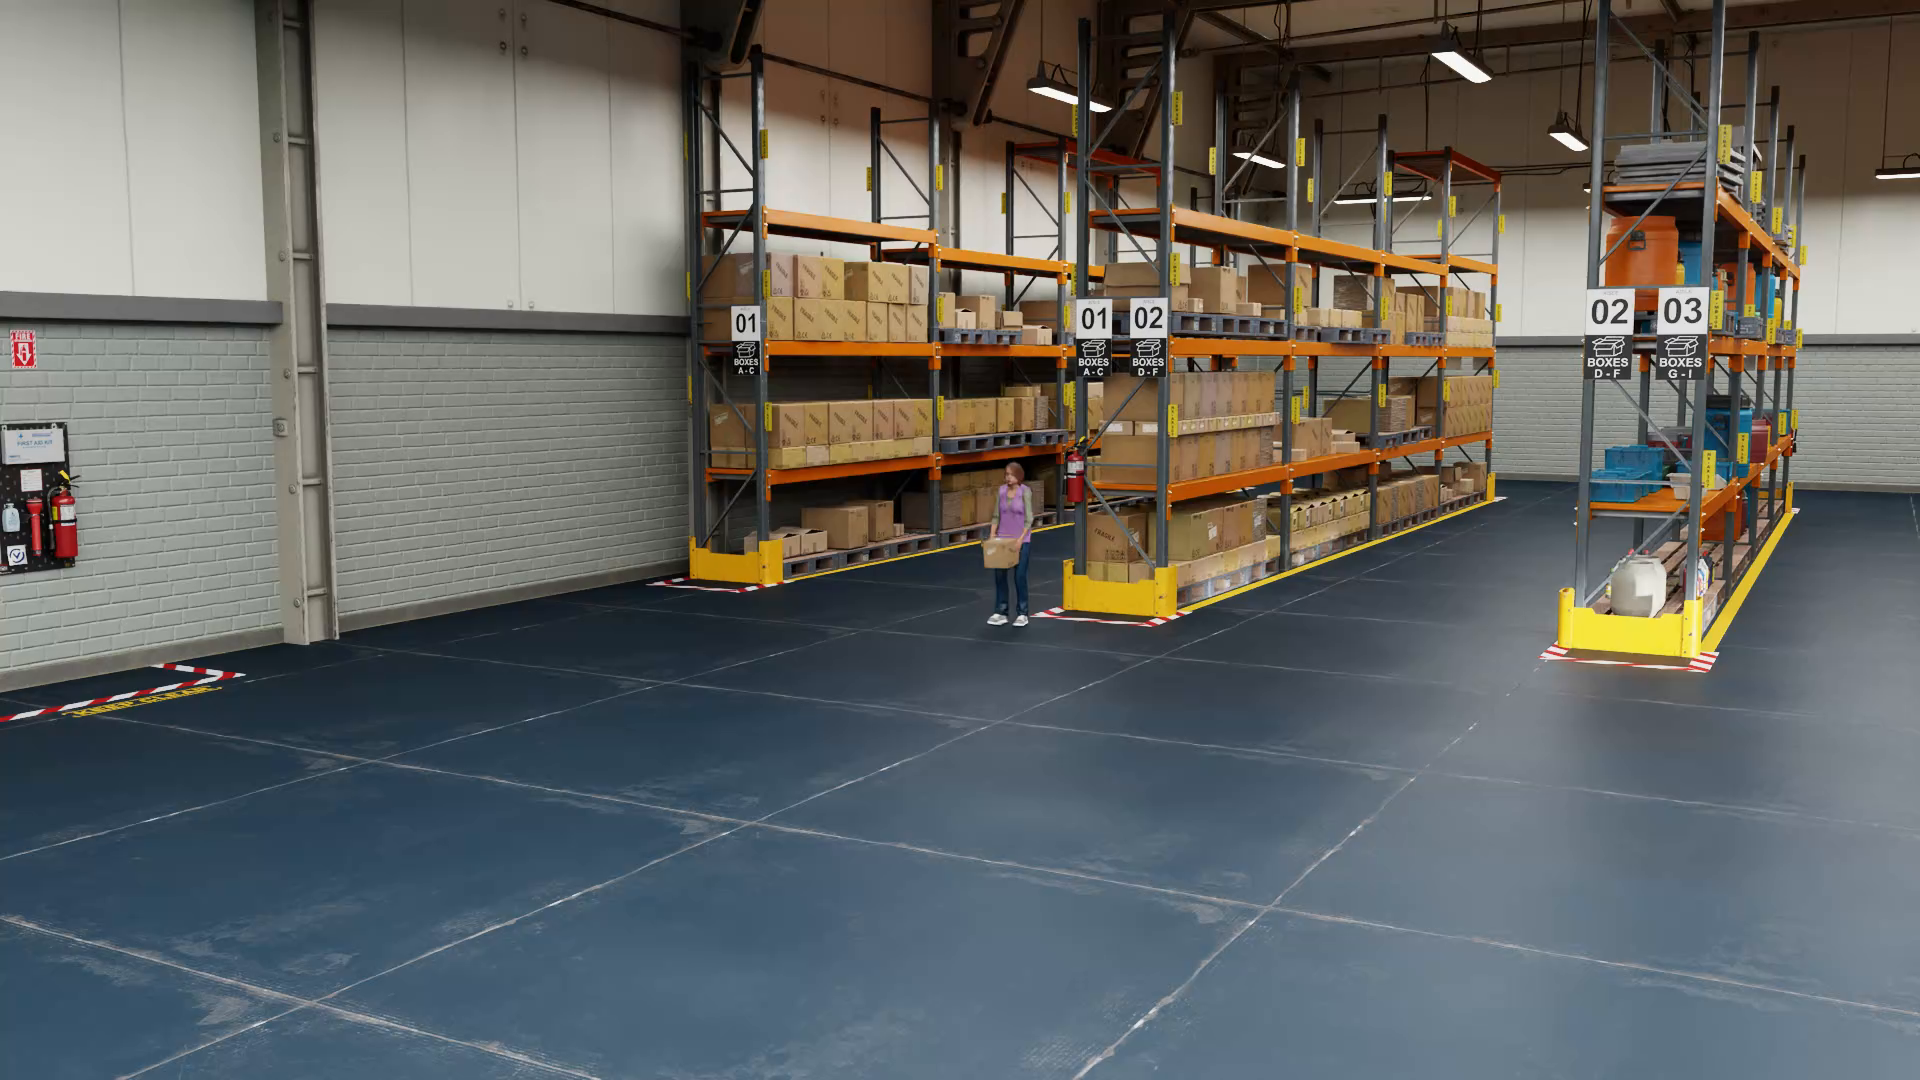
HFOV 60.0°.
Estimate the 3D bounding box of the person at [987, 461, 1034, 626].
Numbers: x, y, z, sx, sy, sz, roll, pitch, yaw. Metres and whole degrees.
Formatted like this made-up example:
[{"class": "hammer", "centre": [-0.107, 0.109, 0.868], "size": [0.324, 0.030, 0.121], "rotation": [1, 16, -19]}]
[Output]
[{"class": "person", "centre": [0.502, 0.034, 16.204], "size": [0.444, 1.602, 0.384], "rotation": [3, 7, 28]}]
